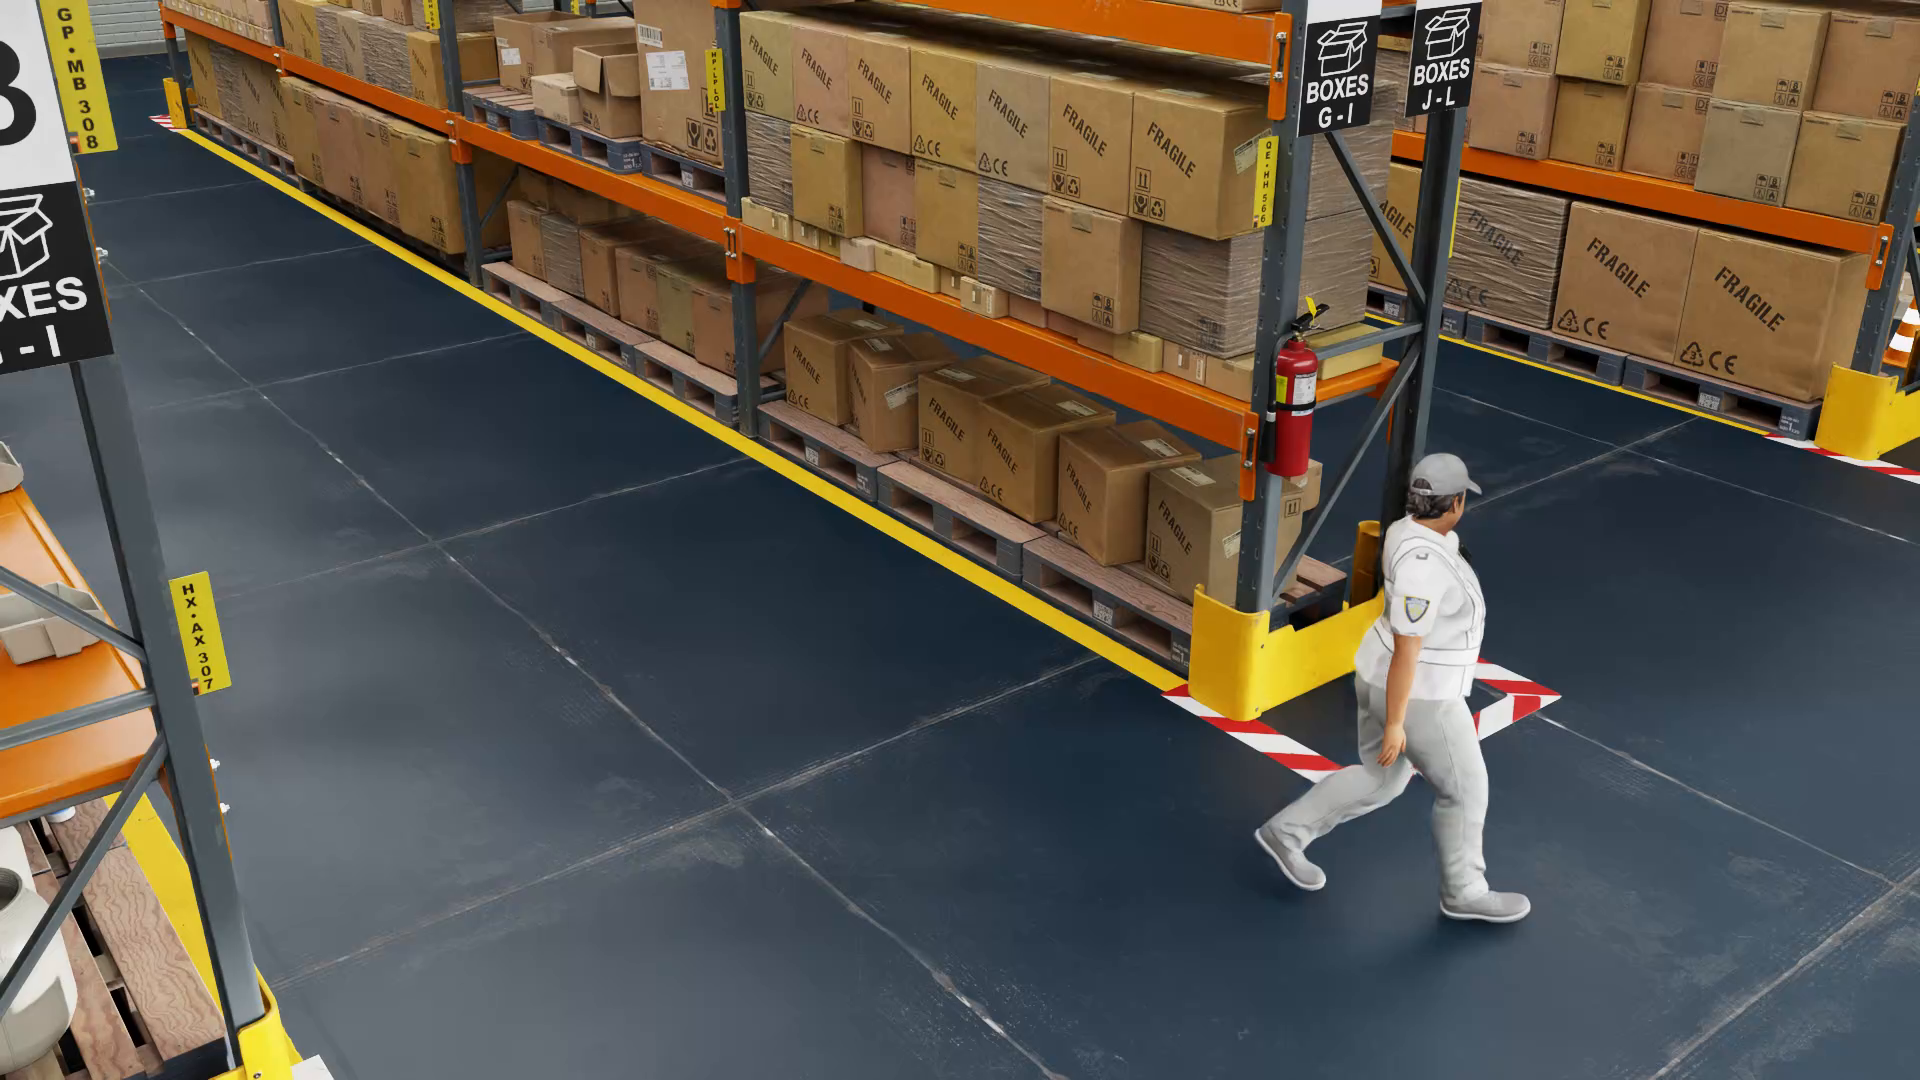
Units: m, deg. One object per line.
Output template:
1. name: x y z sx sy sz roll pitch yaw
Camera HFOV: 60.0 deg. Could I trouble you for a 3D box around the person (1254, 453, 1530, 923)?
1. person: 1.505 0.487 5.575 0.926 1.593 0.564 1 25 2
